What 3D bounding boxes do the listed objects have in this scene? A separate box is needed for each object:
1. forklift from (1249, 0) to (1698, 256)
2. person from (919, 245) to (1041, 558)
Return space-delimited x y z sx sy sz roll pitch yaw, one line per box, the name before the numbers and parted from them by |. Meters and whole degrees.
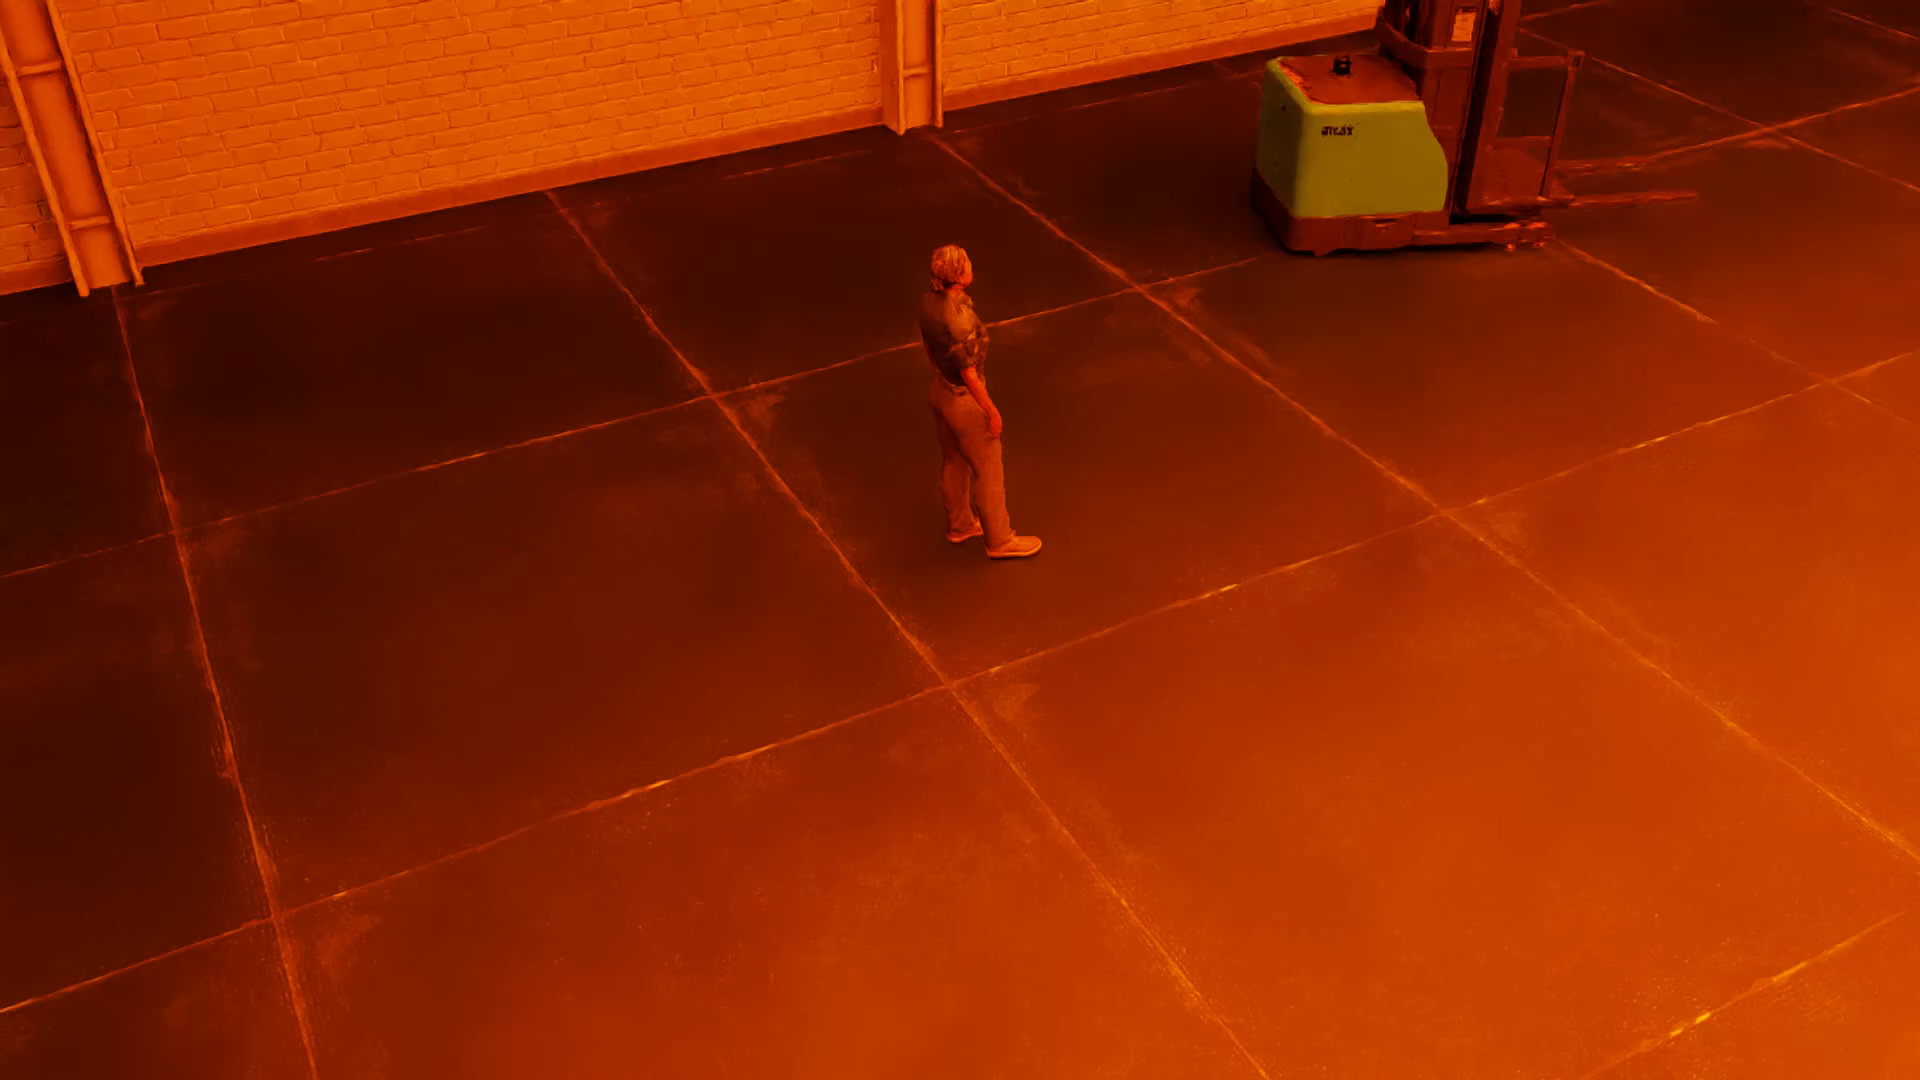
forklift | 3.663 -3.518 11.101 3.031 2.935 1.130 -5 36 -7
person | 0.087 -0.695 8.200 0.503 1.654 0.570 -17 39 -23
